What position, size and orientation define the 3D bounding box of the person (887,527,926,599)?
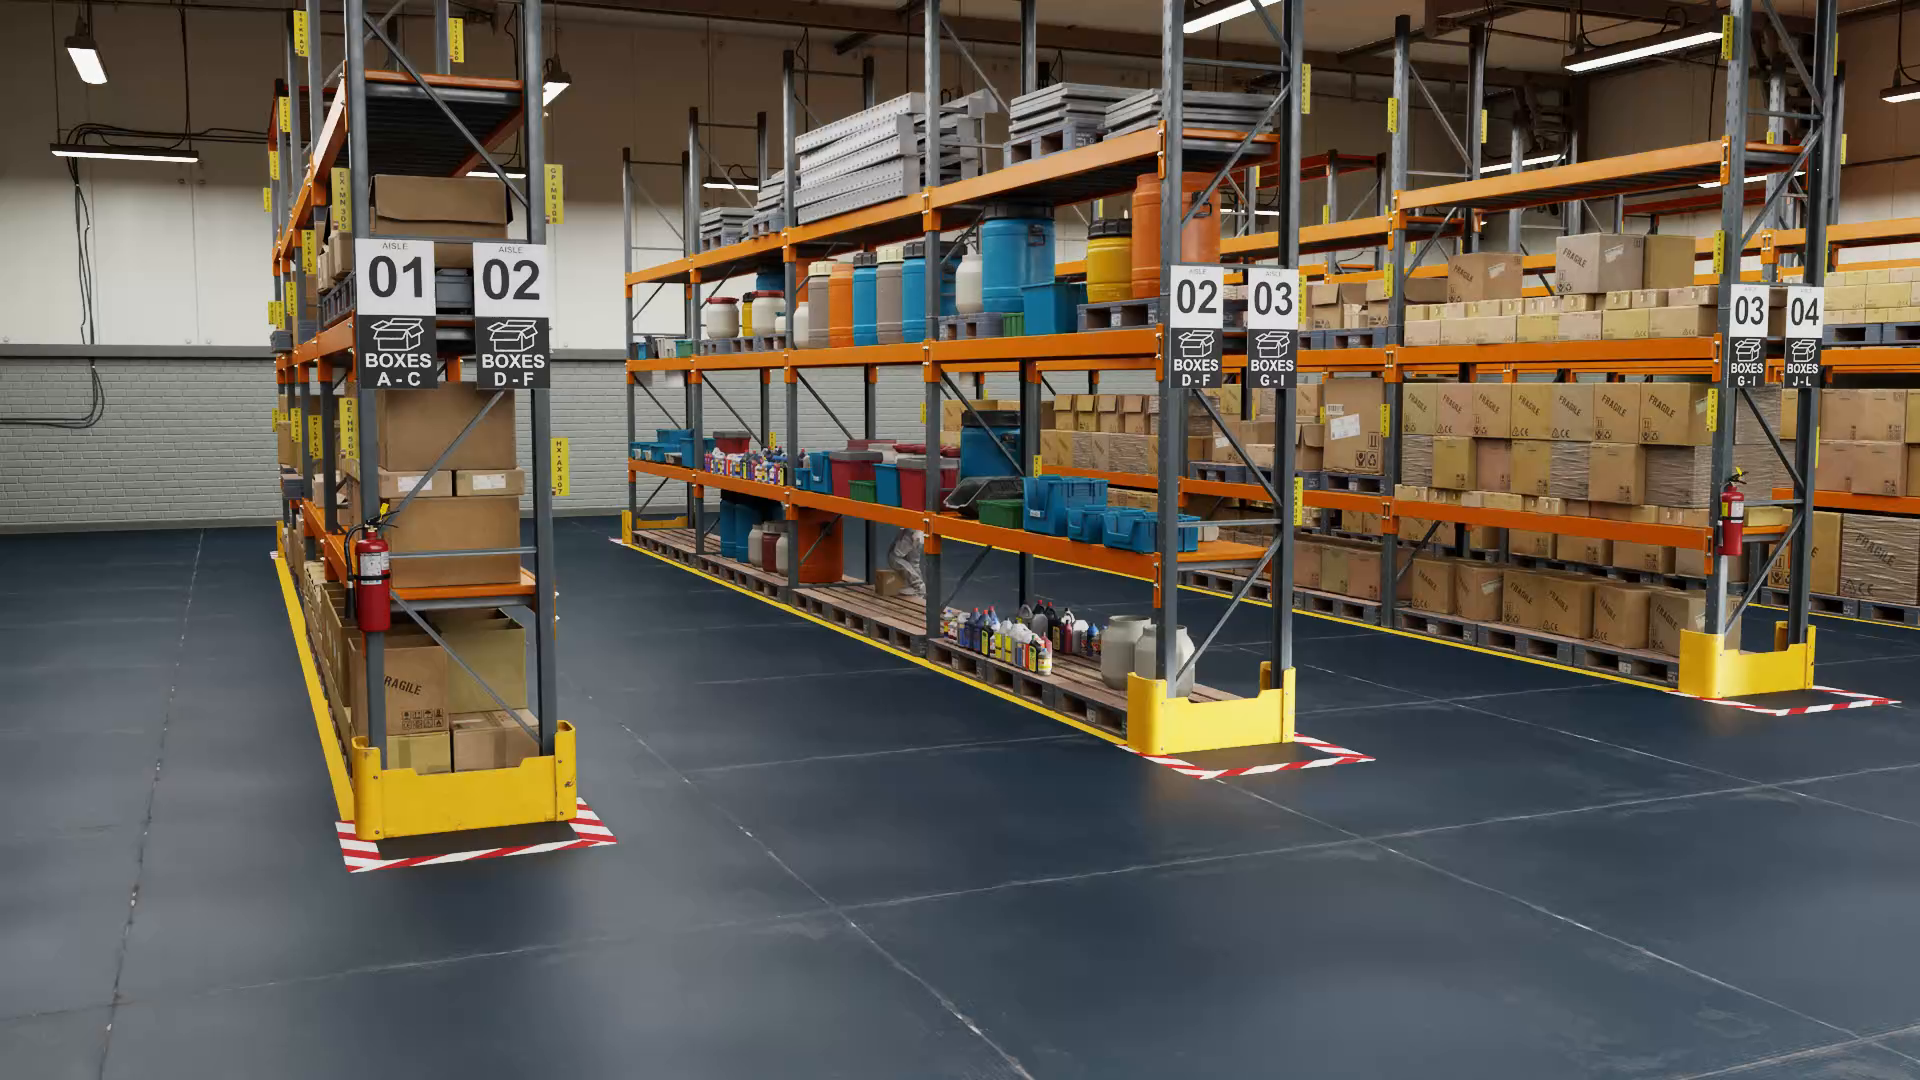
[{"bbox_3d":[-0.551,-0.089,17.726,0.541,1.751,0.633,-1,5,-9],"label":"person"}]
